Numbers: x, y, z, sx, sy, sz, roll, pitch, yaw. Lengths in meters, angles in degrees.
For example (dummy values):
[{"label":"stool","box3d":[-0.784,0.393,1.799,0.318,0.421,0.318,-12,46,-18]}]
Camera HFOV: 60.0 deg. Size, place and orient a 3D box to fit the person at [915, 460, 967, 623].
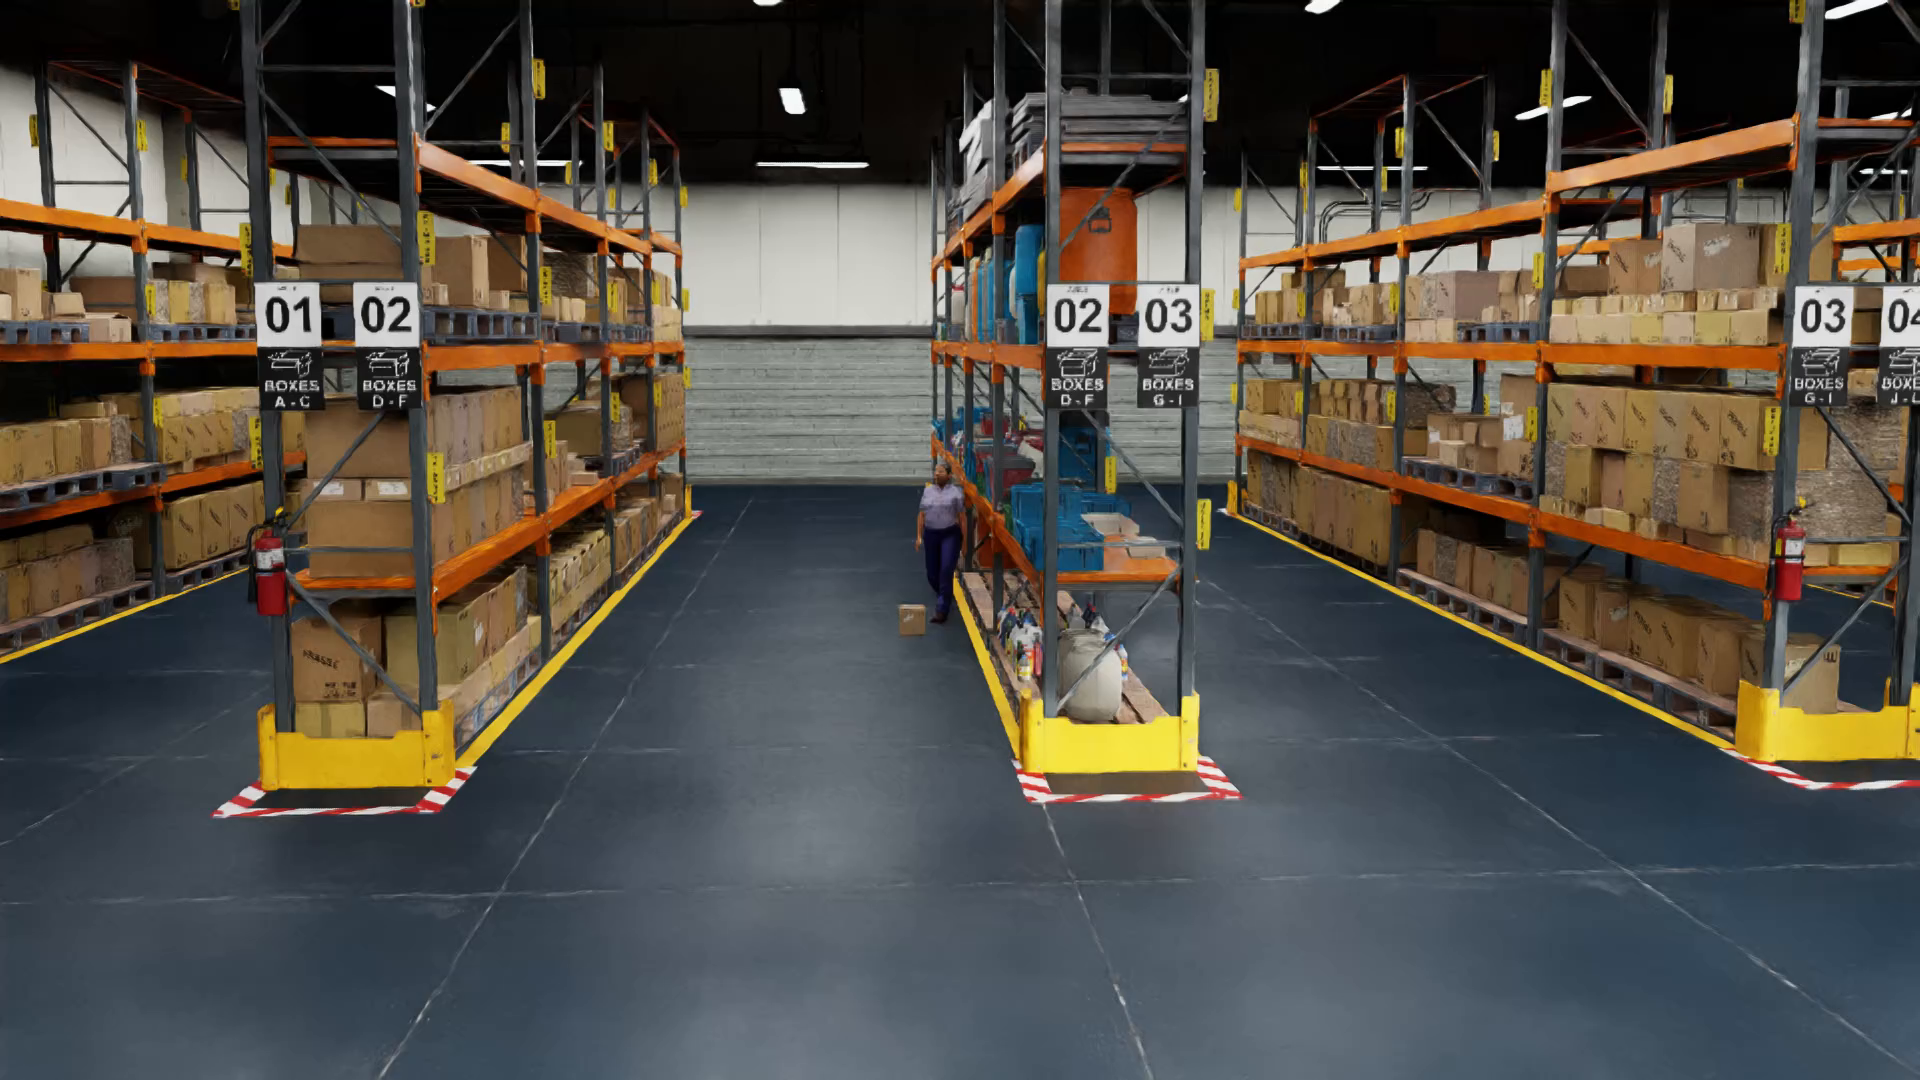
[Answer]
[{"label":"person","box3d":[-0.206,-0.007,16.908,0.497,1.608,0.885,3,8,22]}]
